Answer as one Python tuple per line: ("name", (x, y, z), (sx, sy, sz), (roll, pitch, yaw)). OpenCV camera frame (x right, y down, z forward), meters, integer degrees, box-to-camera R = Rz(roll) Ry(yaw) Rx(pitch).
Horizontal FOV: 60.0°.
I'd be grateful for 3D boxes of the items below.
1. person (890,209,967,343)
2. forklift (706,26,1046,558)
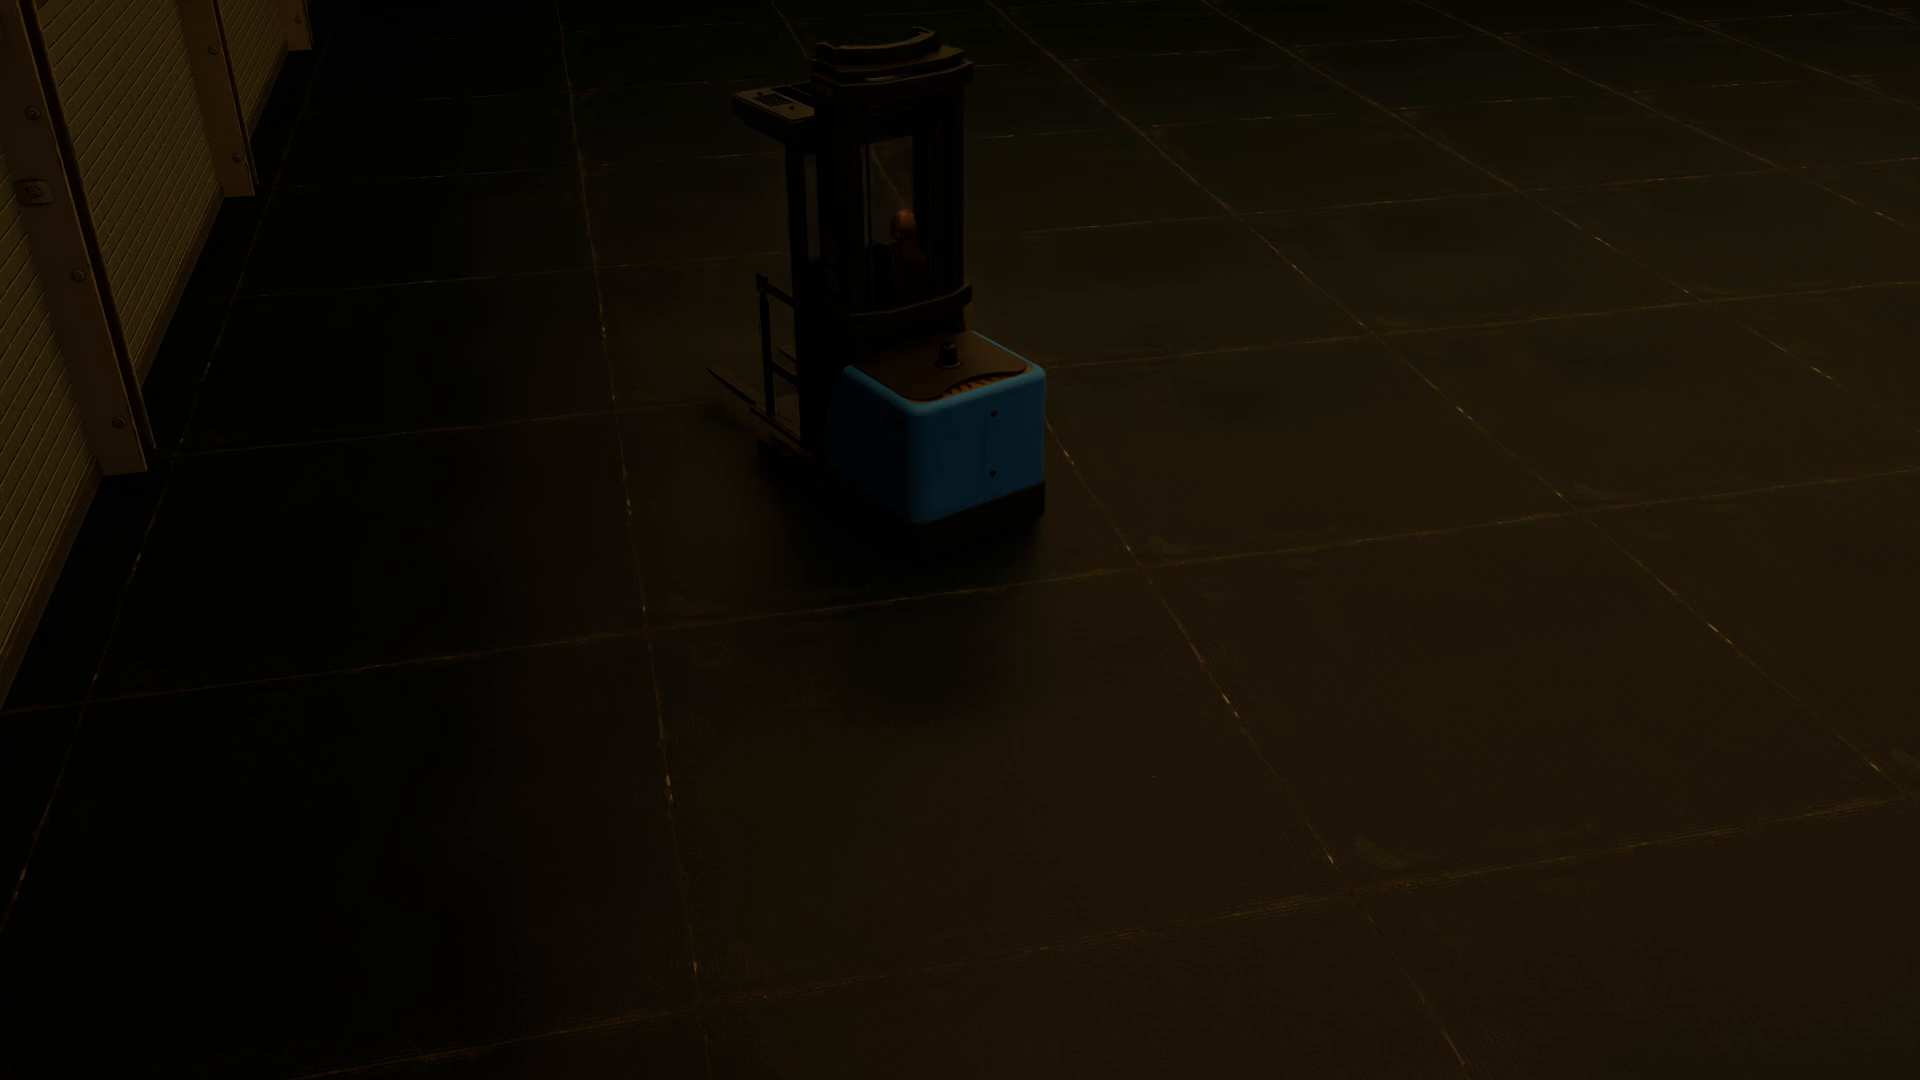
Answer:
("person", (-0.259, -1.399, 11.058), (0.750, 1.721, 0.969), (6, 31, 10))
("forklift", (-0.722, -1.842, 10.756), (1.130, 2.935, 3.031), (-20, 35, -30))
